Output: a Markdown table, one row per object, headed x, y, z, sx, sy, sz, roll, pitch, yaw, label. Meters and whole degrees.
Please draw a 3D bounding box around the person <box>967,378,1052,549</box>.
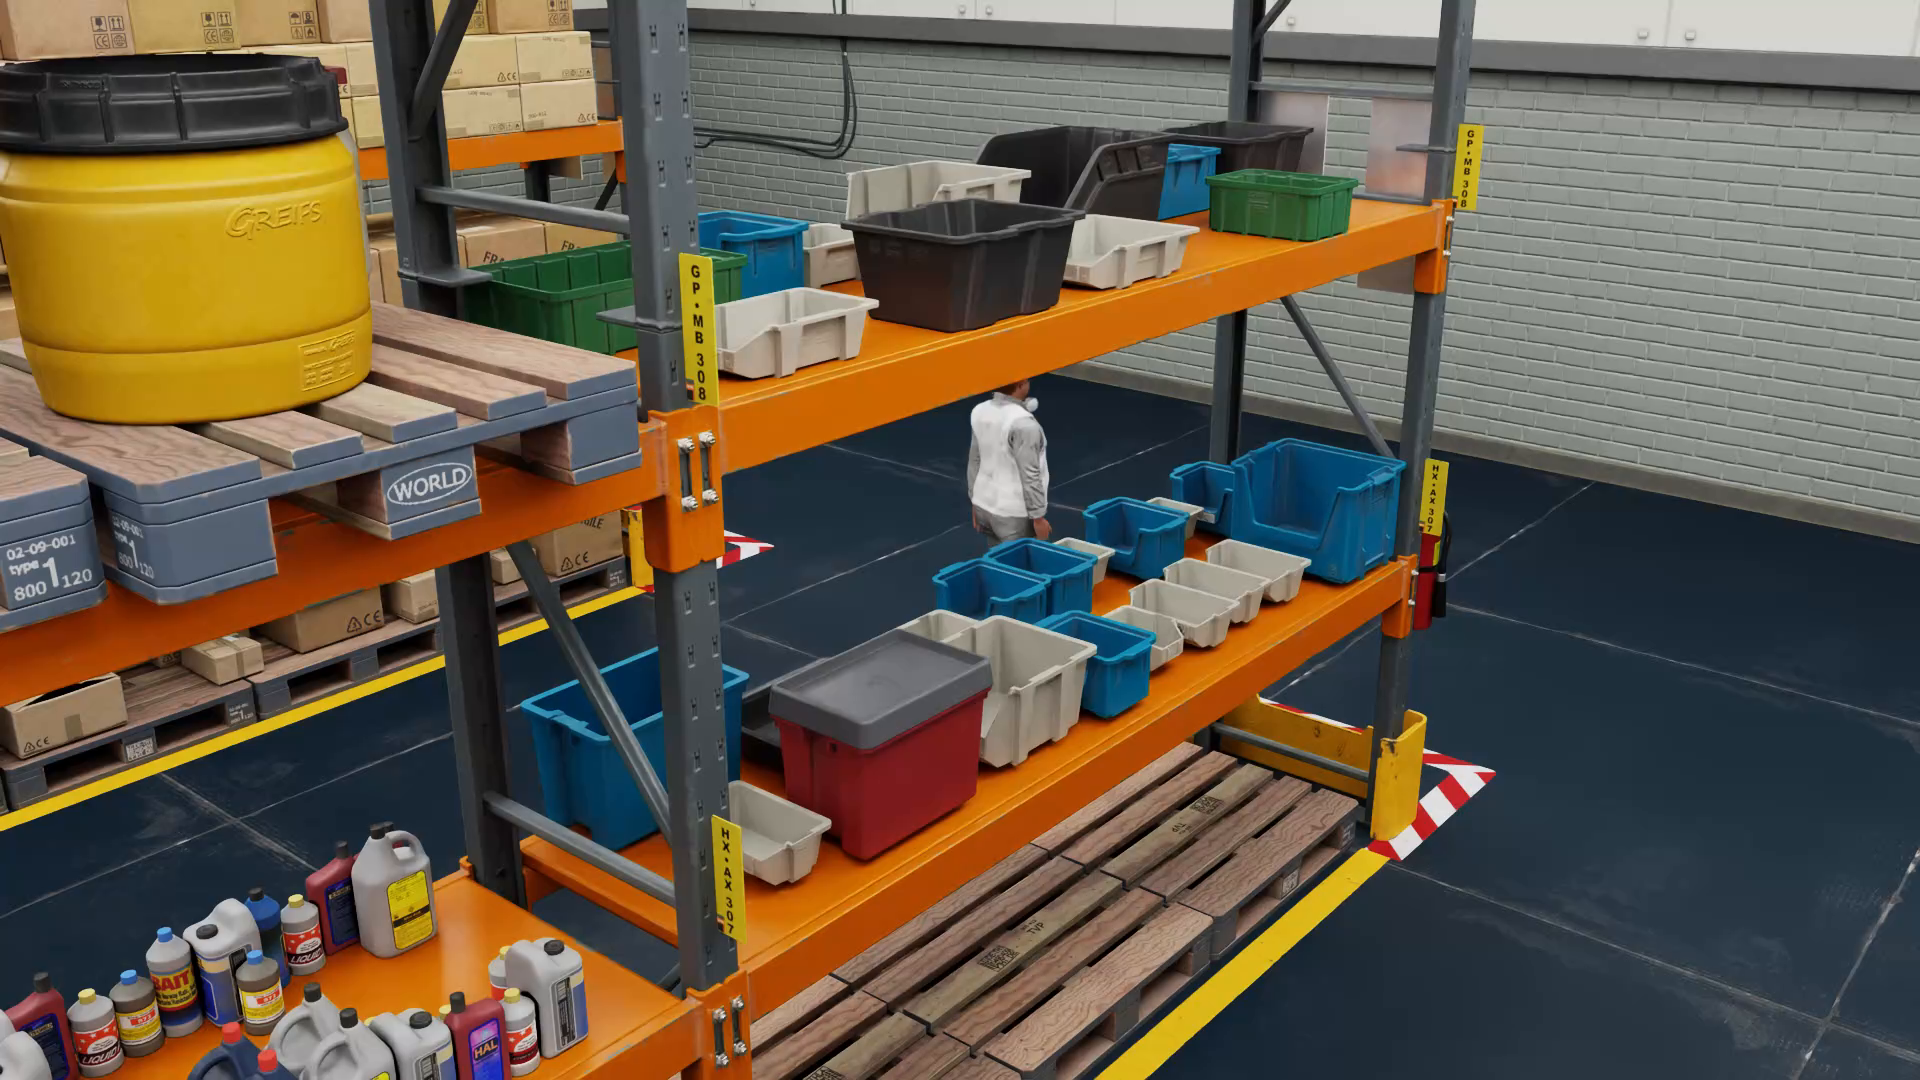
| x | y | z | sx | sy | sz | roll | pitch | yaw | label |
| --- | --- | --- | --- | --- | --- | --- | --- | --- | --- |
| 0.232 | -0.157 | 8.959 | 0.596 | 1.774 | 0.562 | -12 | 23 | -29 | person |
